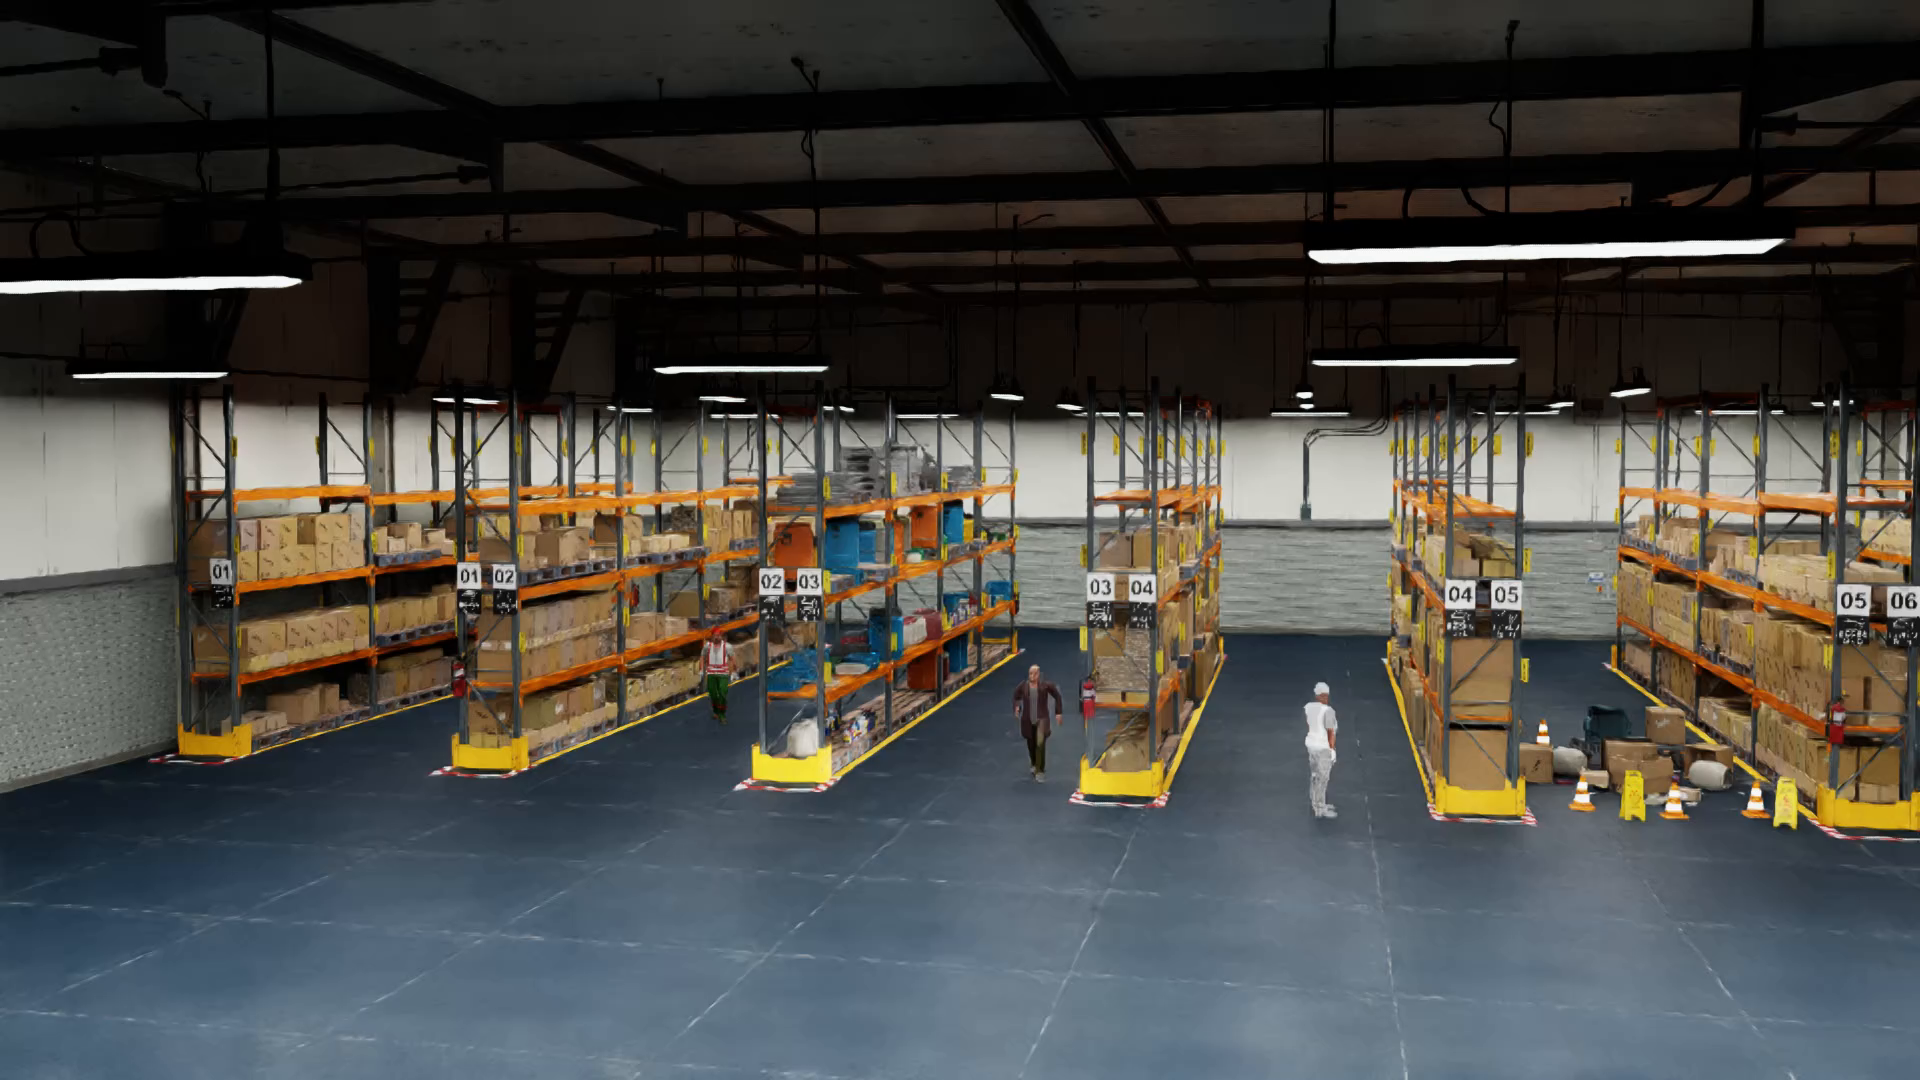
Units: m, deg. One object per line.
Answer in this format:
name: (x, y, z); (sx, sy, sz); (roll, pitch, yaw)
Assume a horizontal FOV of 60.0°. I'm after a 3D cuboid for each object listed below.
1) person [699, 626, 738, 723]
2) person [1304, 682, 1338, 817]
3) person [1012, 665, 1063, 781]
person: (-4.395, 2.430, 30.347); (0.686, 1.754, 0.685); (0, 3, 4)
person: (4.950, 2.826, 22.618); (0.456, 1.786, 0.620); (-1, 3, -18)
person: (1.147, 2.733, 25.171); (0.736, 1.717, 0.903); (1, 3, 17)
